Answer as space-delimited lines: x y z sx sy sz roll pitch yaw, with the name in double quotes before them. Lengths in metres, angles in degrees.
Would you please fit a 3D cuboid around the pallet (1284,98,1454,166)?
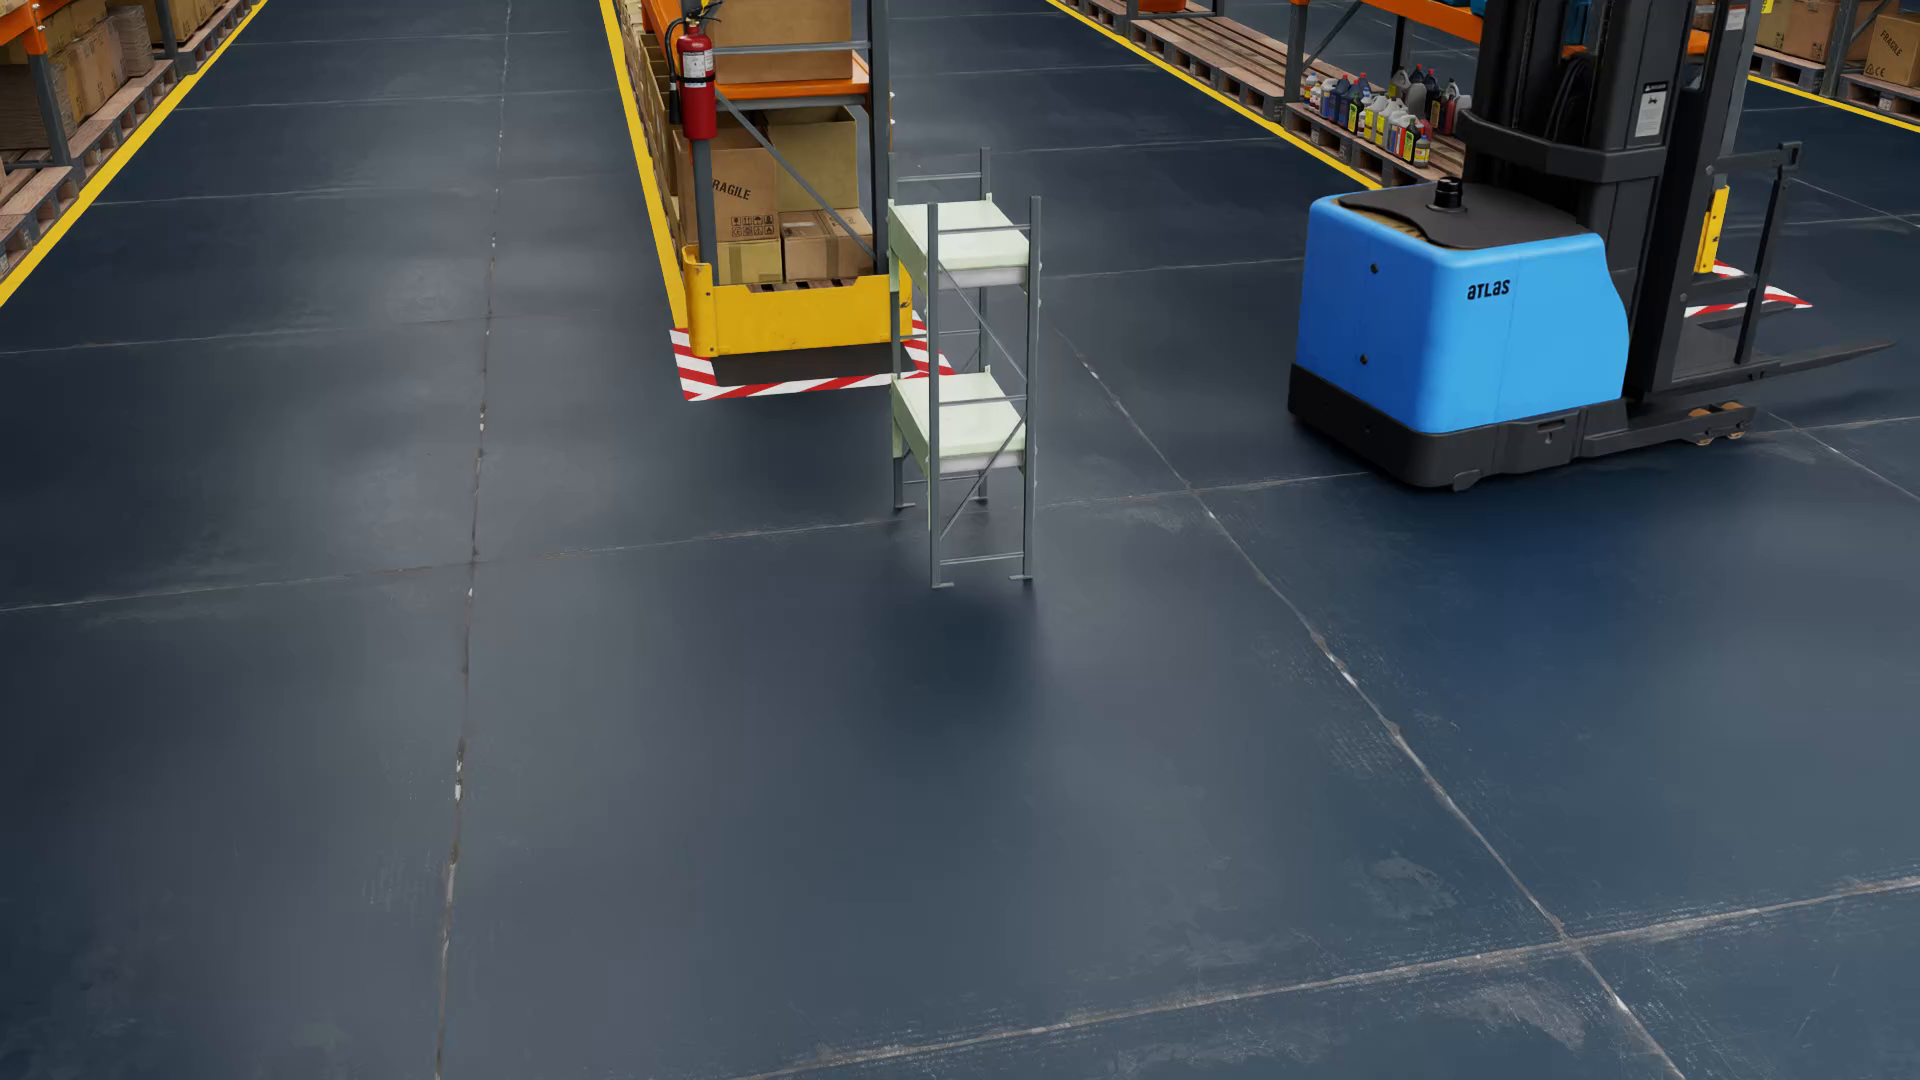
"pallet" 3.182 -3.140 12.736 1.003 0.211 1.213 -6 27 -12

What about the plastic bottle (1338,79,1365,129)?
"plastic bottle" 2.891 -3.218 12.248 0.144 0.351 0.185 -7 28 -14

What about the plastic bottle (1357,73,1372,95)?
"plastic bottle" 2.989 -3.316 12.442 0.144 0.351 0.185 -6 27 -12

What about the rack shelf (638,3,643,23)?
"rack shelf" -2.207 -4.739 13.609 1.077 0.370 4.000 -6 27 -12

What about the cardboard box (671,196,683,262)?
"cardboard box" -1.388 -1.810 9.592 0.500 0.250 0.500 -6 27 -12

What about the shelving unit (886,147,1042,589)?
"shelving unit" 0.002 -0.667 6.406 0.431 1.500 0.755 -6 27 -12

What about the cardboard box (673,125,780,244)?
"cardboard box" -1.265 -1.926 8.991 0.500 0.500 0.500 -6 27 -12

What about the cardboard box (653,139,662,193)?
"cardboard box" -1.731 -2.468 10.896 0.500 0.250 0.500 -6 27 -12

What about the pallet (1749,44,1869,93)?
"pallet" 7.719 -4.283 15.002 1.003 0.211 1.213 -6 27 -12

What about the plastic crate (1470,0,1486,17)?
"plastic crate" 3.427 -3.336 10.196 0.499 0.251 0.408 -6 27 -12

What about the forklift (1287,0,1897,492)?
"forklift" 3.100 -1.944 7.348 3.031 2.935 1.130 -11 29 -21

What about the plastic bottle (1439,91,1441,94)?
"plastic bottle" 3.617 -3.262 12.411 0.061 0.283 0.133 -4 27 -8

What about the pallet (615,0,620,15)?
"pallet" -3.339 -6.096 18.594 1.003 0.211 1.213 -6 27 -12

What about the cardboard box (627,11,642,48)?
"cardboard box" -2.470 -4.209 13.724 0.500 0.311 0.500 -6 27 -12

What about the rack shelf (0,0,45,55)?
"rack shelf" -6.131 -2.478 9.130 1.077 0.370 4.000 -6 27 -12

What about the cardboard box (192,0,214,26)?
"cardboard box" -7.712 -5.383 16.005 0.750 0.750 0.750 -6 27 -12

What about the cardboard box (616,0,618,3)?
"cardboard box" -3.337 -5.862 17.322 0.500 0.500 0.500 -7 28 -14

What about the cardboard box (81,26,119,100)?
"cardboard box" -7.127 -3.750 13.137 0.700 0.500 0.500 -6 27 -12

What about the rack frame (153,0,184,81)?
"rack frame" -7.483 -5.434 14.186 1.000 3.000 0.127 -6 27 -12

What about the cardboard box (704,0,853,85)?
"cardboard box" -0.947 -2.677 8.614 0.700 0.500 0.500 -6 27 -12

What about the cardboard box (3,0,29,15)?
"cardboard box" -6.179 -3.442 10.386 0.500 0.250 0.500 -6 27 -11

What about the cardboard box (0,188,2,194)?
"cardboard box" -6.309 -2.307 10.277 0.500 0.500 0.500 -8 28 -15

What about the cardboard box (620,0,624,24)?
"cardboard box" -2.826 -4.889 15.070 0.500 0.311 0.500 -5 27 -10

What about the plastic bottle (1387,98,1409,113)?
"plastic bottle" 3.125 -3.024 11.947 0.152 0.276 0.135 -6 27 -12

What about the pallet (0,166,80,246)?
"pallet" -6.396 -2.141 10.759 1.003 0.211 1.213 -6 27 -12

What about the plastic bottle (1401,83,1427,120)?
"plastic bottle" 3.401 -3.300 12.494 0.152 0.276 0.135 -6 27 -12

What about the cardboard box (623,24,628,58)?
"cardboard box" -2.711 -4.418 14.759 0.500 0.250 0.500 -7 28 -13

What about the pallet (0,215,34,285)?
"pallet" -6.117 -1.605 9.695 1.003 0.211 1.213 -6 27 -12

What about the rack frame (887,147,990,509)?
"rack frame" -0.081 -0.827 6.725 0.400 1.500 0.023 -6 27 -12

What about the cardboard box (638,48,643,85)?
"cardboard box" -2.127 -3.541 12.400 0.500 0.311 0.500 -6 27 -12

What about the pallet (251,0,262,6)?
"pallet" -8.479 -6.287 18.971 1.003 0.211 1.213 -6 27 -12

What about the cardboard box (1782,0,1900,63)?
"cardboard box" 7.779 -4.539 14.699 0.700 0.500 0.500 -8 28 -16

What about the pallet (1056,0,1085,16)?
"pallet" 1.680 -6.071 18.544 1.003 0.211 1.213 -6 27 -12

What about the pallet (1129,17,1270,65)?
"pallet" 2.306 -4.851 16.126 1.003 0.211 1.213 -6 27 -12

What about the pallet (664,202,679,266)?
"pallet" -1.339 -2.047 10.572 1.003 0.211 1.213 -6 27 -12

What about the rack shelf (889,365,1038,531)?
"rack shelf" 0.002 -0.376 6.553 0.431 0.370 0.720 -6 27 -12

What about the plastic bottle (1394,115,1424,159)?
"plastic bottle" 3.101 -2.783 11.470 0.152 0.276 0.135 -6 27 -11

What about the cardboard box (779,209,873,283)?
"cardboard box" -0.759 -1.644 9.264 0.500 0.250 0.500 -6 27 -12

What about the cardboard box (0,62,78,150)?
"cardboard box" -6.763 -3.080 11.808 0.700 0.500 0.500 -5 27 -10

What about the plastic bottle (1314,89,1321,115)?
"plastic bottle" 2.761 -3.357 12.690 0.097 0.201 0.097 0 27 0

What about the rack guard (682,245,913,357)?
"rack guard" -0.849 -1.300 8.770 1.175 0.500 0.348 -6 27 -12

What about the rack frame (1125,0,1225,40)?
"rack frame" 2.169 -6.440 16.179 1.000 3.000 0.127 -6 27 -12

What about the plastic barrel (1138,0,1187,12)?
"plastic barrel" 2.043 -5.871 16.996 0.600 0.830 0.708 -6 27 -12

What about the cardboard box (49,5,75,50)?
"cardboard box" -6.987 -3.835 12.473 0.500 0.250 0.500 -7 28 -13

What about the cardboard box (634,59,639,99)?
"cardboard box" -2.360 -3.742 13.420 0.500 0.250 0.500 -5 27 -10

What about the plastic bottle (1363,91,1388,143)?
"plastic bottle" 2.987 -3.031 11.879 0.144 0.351 0.185 -6 27 -12

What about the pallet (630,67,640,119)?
"pallet" -2.238 -3.794 14.032 1.003 0.211 1.213 -6 27 -12

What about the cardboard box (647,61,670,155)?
"cardboard box" -1.731 -2.803 10.727 0.500 0.500 0.500 -6 27 -12
